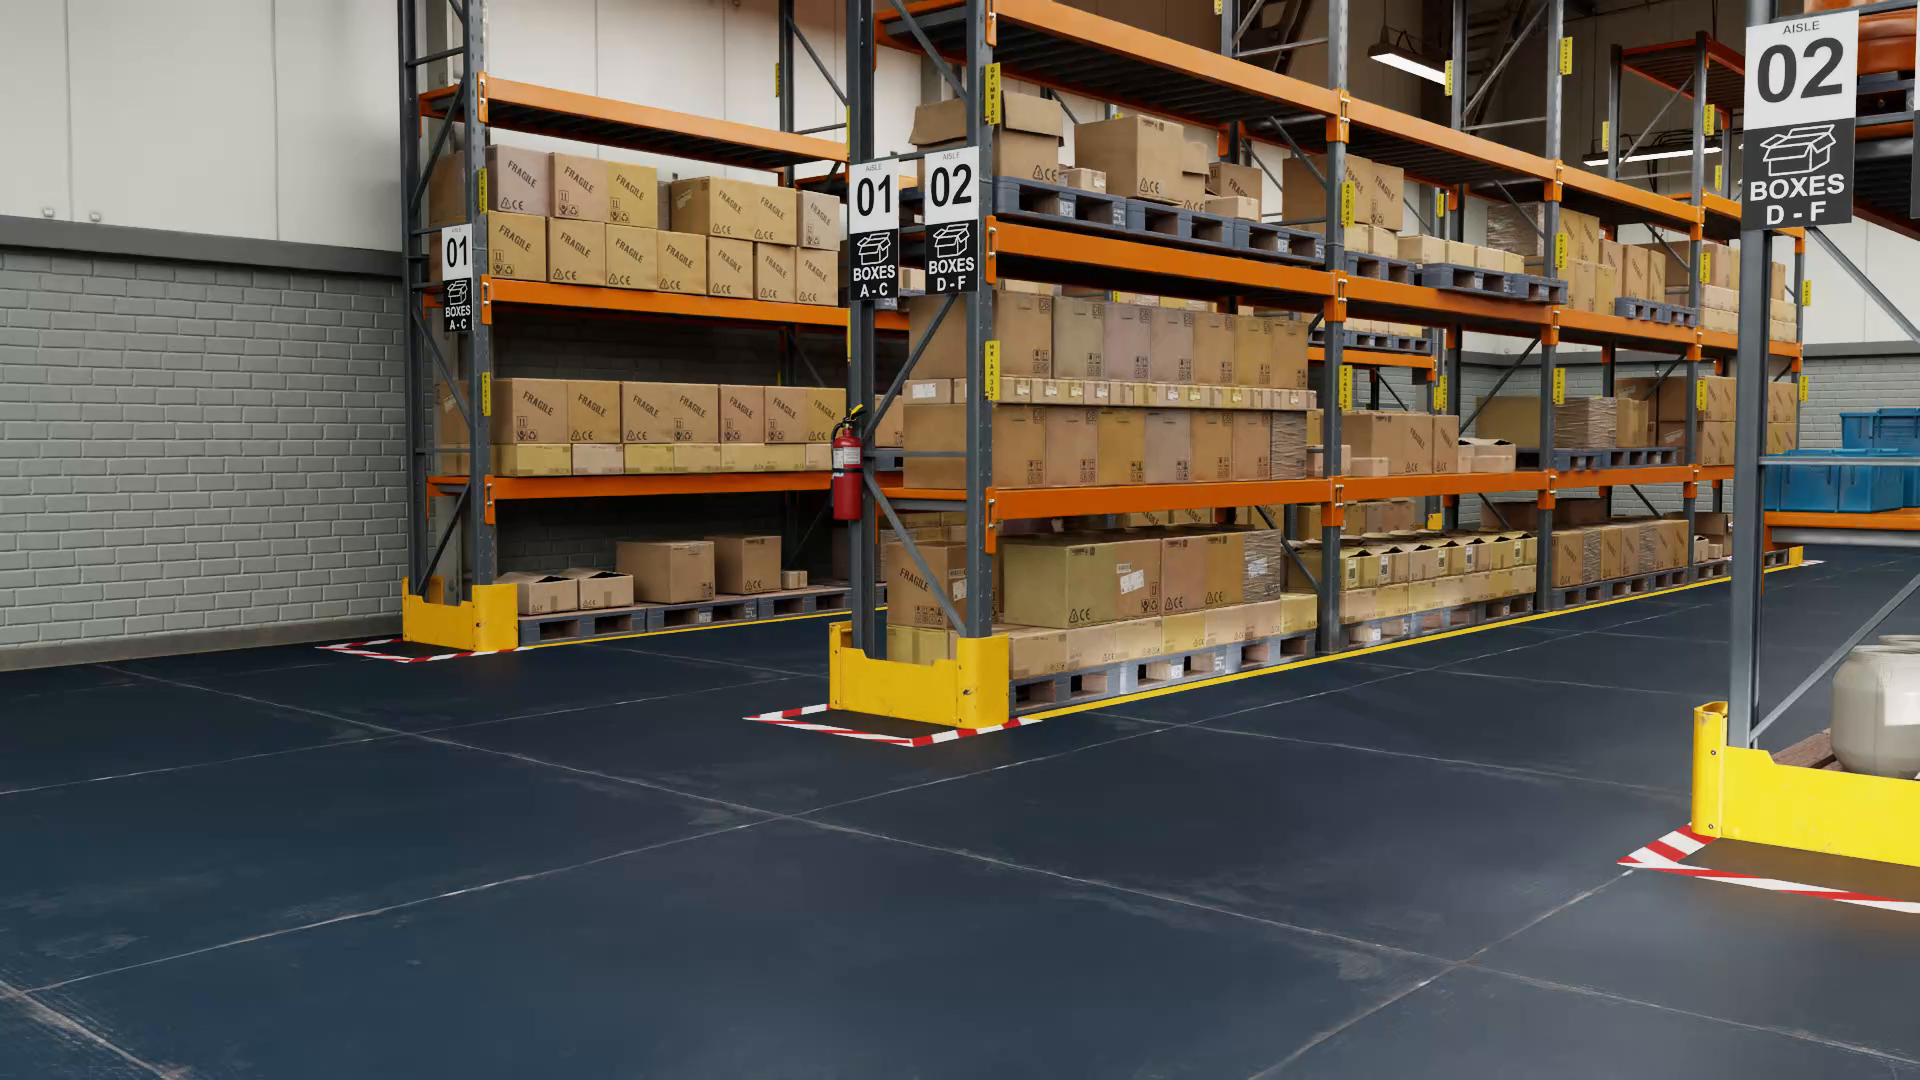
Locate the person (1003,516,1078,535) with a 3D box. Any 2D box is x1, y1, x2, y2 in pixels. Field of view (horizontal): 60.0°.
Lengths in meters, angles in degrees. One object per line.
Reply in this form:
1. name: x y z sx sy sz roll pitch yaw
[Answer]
1. person: 0.679 0.098 13.017 0.545 1.429 0.815 3 5 40
